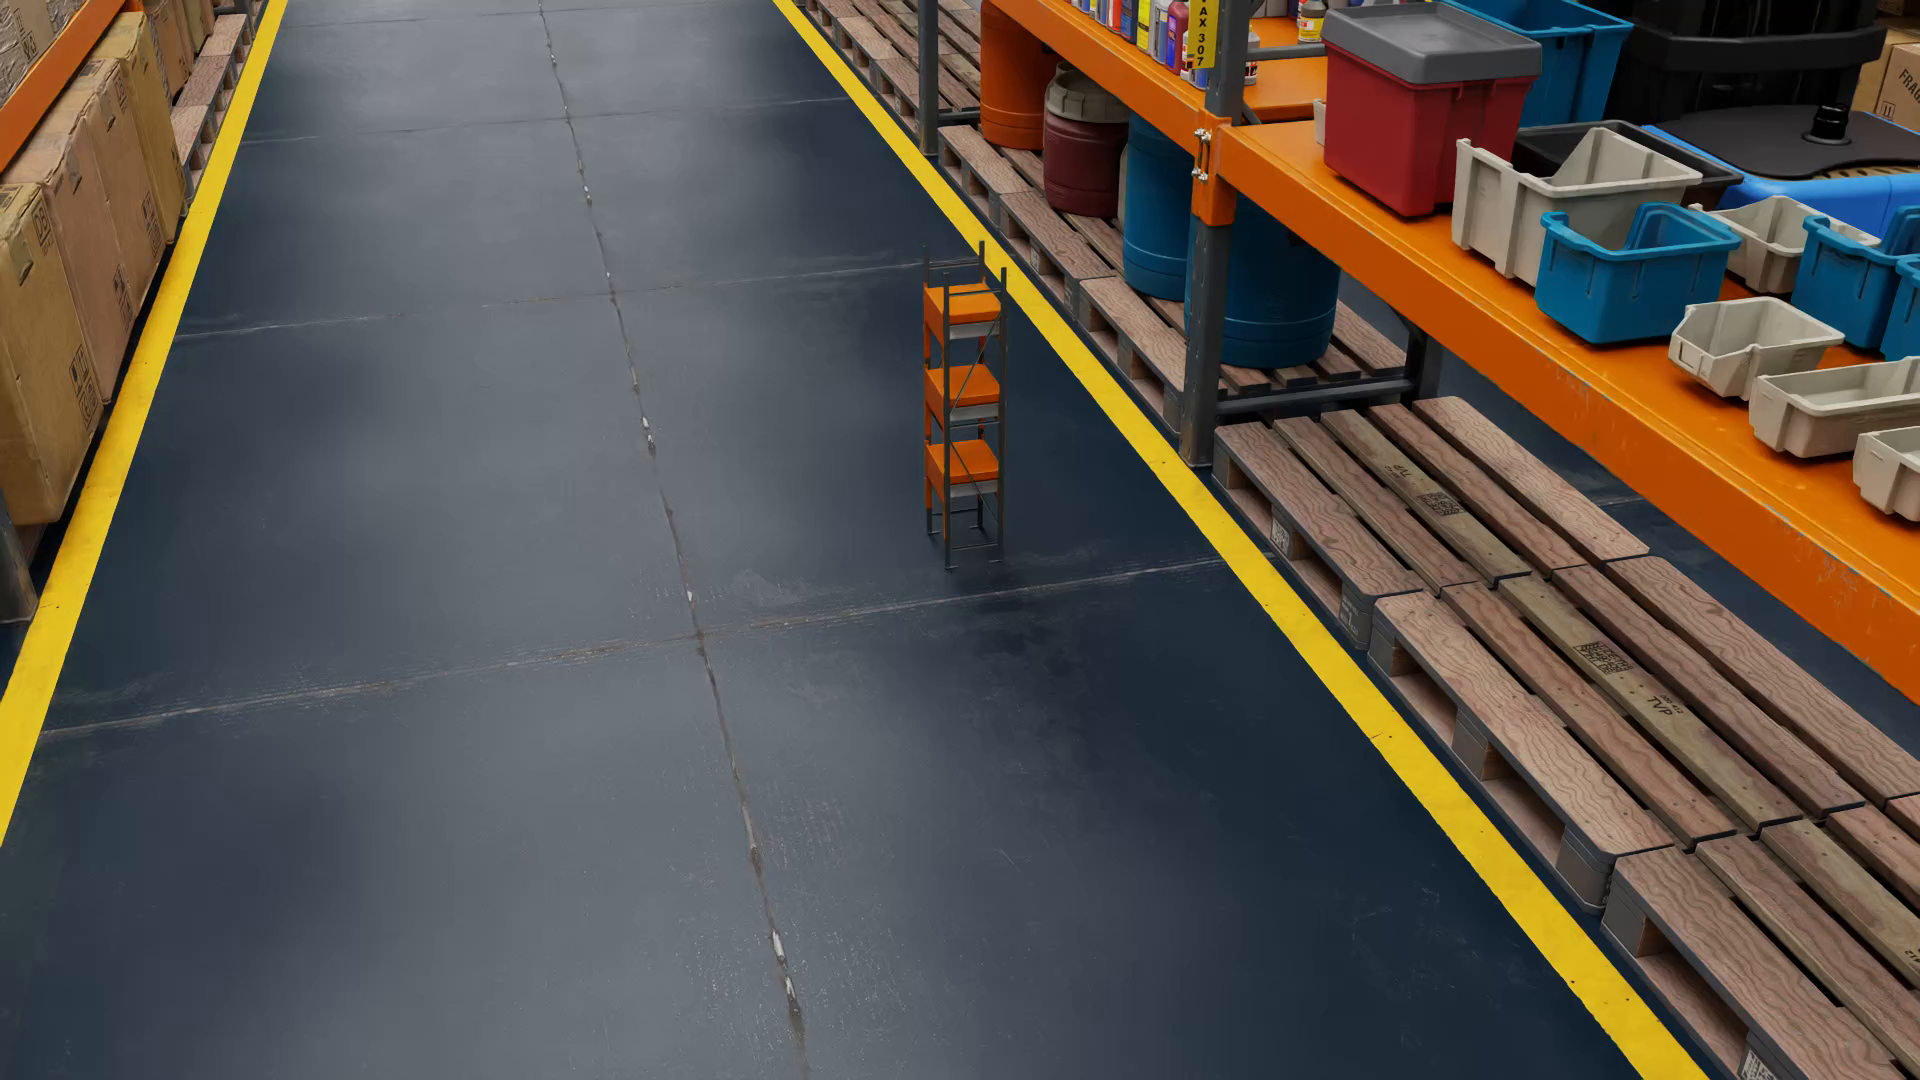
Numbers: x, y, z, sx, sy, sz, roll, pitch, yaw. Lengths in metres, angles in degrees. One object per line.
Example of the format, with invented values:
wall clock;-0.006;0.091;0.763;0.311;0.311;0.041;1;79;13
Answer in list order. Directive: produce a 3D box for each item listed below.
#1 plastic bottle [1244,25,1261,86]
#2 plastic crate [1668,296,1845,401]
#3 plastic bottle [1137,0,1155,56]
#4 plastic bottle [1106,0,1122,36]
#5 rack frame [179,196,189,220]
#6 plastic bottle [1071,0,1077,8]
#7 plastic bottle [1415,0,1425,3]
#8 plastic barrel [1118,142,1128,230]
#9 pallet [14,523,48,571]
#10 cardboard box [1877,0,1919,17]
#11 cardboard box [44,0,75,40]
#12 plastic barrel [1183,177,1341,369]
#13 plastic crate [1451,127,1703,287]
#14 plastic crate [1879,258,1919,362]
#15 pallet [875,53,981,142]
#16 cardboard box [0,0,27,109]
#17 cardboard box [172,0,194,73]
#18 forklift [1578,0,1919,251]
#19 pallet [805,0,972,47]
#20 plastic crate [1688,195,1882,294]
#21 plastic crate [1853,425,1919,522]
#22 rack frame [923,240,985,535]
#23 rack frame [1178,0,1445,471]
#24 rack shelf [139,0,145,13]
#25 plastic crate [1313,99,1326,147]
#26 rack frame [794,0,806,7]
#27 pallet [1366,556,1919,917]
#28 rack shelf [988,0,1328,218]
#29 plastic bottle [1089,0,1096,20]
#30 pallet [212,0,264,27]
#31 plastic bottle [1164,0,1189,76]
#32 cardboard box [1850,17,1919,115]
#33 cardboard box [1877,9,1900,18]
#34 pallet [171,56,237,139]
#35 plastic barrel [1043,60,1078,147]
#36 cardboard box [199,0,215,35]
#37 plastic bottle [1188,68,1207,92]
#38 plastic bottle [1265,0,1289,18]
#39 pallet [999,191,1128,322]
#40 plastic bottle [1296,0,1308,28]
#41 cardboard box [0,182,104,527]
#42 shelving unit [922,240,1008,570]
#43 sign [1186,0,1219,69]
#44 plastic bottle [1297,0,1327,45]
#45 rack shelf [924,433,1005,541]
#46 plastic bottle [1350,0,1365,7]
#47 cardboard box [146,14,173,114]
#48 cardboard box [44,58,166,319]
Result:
plastic bottle;1.023;-1.741;5.962;0.097;0.201;0.097;0;30;0
plastic crate;1.738;-0.418;3.680;0.298;0.136;0.250;-8;31;-13
plastic bottle;0.765;-2.033;6.318;0.144;0.351;0.185;-8;31;-13
plastic bottle;0.677;-2.168;6.625;0.152;0.276;0.135;-8;31;-13
rack frame;-4.513;-2.928;7.814;1.000;3.000;0.127;-8;31;-13
plastic bottle;0.523;-2.365;7.040;0.097;0.201;0.097;0;30;0
plastic bottle;1.638;-1.838;6.047;0.061;0.283;0.133;-8;31;-13
plastic barrel;0.945;-1.651;7.672;0.421;0.512;0.421;0;30;0
pallet;-3.728;-0.151;5.801;1.003;0.211;1.213;-8;31;-13
cardboard box;5.533;-3.229;9.642;0.500;0.250;0.500;-7;31;-11
cardboard box;-3.875;-2.273;6.584;0.500;0.500;0.500;-9;31;-15
plastic barrel;1.196;-1.193;6.492;0.600;0.901;0.708;-8;31;-13
plastic crate;1.552;-0.867;4.312;0.437;0.282;0.530;-8;31;-13
plastic crate;2.288;-0.475;3.683;0.416;0.233;0.300;-8;31;-13
pallet;0.094;-2.759;10.305;1.003;0.211;1.213;-8;31;-13
cardboard box;-3.599;-1.779;5.729;0.500;0.500;0.500;-9;31;-14
cardboard box;-5.175;-3.166;10.281;0.700;0.500;0.500;-11;32;-18
forklift;2.942;-2.324;6.839;1.130;2.935;3.031;-6;31;-10
pallet;-0.553;-3.937;12.341;1.003;0.211;1.213;-8;31;-13
plastic crate;2.076;-0.765;4.281;0.293;0.136;0.466;-8;31;-13
plastic crate;1.932;-0.146;3.211;0.396;0.136;0.243;-8;31;-13
rack frame;-0.018;-0.487;5.544;0.200;1.050;0.008;-8;31;-13
rack frame;1.324;-1.654;5.614;1.000;3.000;0.127;-8;31;-13
rack shelf;-5.044;-3.582;9.663;1.077;0.370;4.000;-8;31;-13
plastic crate;1.310;-1.322;5.243;0.396;0.136;0.243;-8;31;-13
rack frame;-0.799;-5.518;12.289;1.000;3.000;0.127;-8;31;-13
pallet;1.884;0.493;4.688;1.003;0.211;1.213;-8;31;-13
rack shelf;0.793;-2.309;7.463;1.077;0.370;4.000;-8;31;-13
plastic bottle;0.584;-2.253;6.846;0.097;0.201;0.097;0;30;0
pallet;-5.787;-3.972;12.402;1.003;0.211;1.213;-8;31;-13
plastic bottle;0.803;-1.857;6.080;0.061;0.283;0.133;-8;31;-13
cardboard box;5.157;-2.599;9.301;0.500;0.500;0.500;-8;31;-14
cardboard box;5.514;-2.931;9.876;0.500;0.500;0.500;-7;31;-11
pallet;-5.039;-2.686;10.181;1.003;0.211;1.213;-8;31;-13
plastic barrel;0.645;-2.196;8.614;0.421;0.512;0.421;0;30;0
cardboard box;-5.432;-3.669;11.150;0.700;0.500;0.500;-10;32;-17
plastic bottle;0.908;-1.748;5.899;0.152;0.276;0.135;-8;31;-13
plastic bottle;1.323;-2.322;6.891;0.152;0.276;0.135;-8;31;-13
pallet;0.832;-1.416;7.985;1.003;0.211;1.213;-8;31;-13
plastic bottle;1.416;-2.173;6.708;0.097;0.201;0.097;0;30;0
cardboard box;-3.640;-0.564;5.432;1.225;0.875;0.875;-8;31;-13
shelving unit;0.014;-0.429;5.442;0.215;1.050;0.252;-8;31;-13
sign;0.793;-1.702;5.419;0.100;0.325;0.005;-8;31;-13
plastic bottle;1.356;-1.994;6.398;0.097;0.201;0.097;0;30;0
rack shelf;0.014;-0.179;5.587;0.215;0.259;0.240;-8;31;-13
plastic bottle;1.529;-1.997;6.334;0.097;0.271;0.097;0;30;0
cardboard box;-4.869;-2.623;9.344;0.700;0.500;0.500;-10;32;-17
cardboard box;-4.120;-1.422;6.914;1.225;0.875;0.875;-8;31;-13
